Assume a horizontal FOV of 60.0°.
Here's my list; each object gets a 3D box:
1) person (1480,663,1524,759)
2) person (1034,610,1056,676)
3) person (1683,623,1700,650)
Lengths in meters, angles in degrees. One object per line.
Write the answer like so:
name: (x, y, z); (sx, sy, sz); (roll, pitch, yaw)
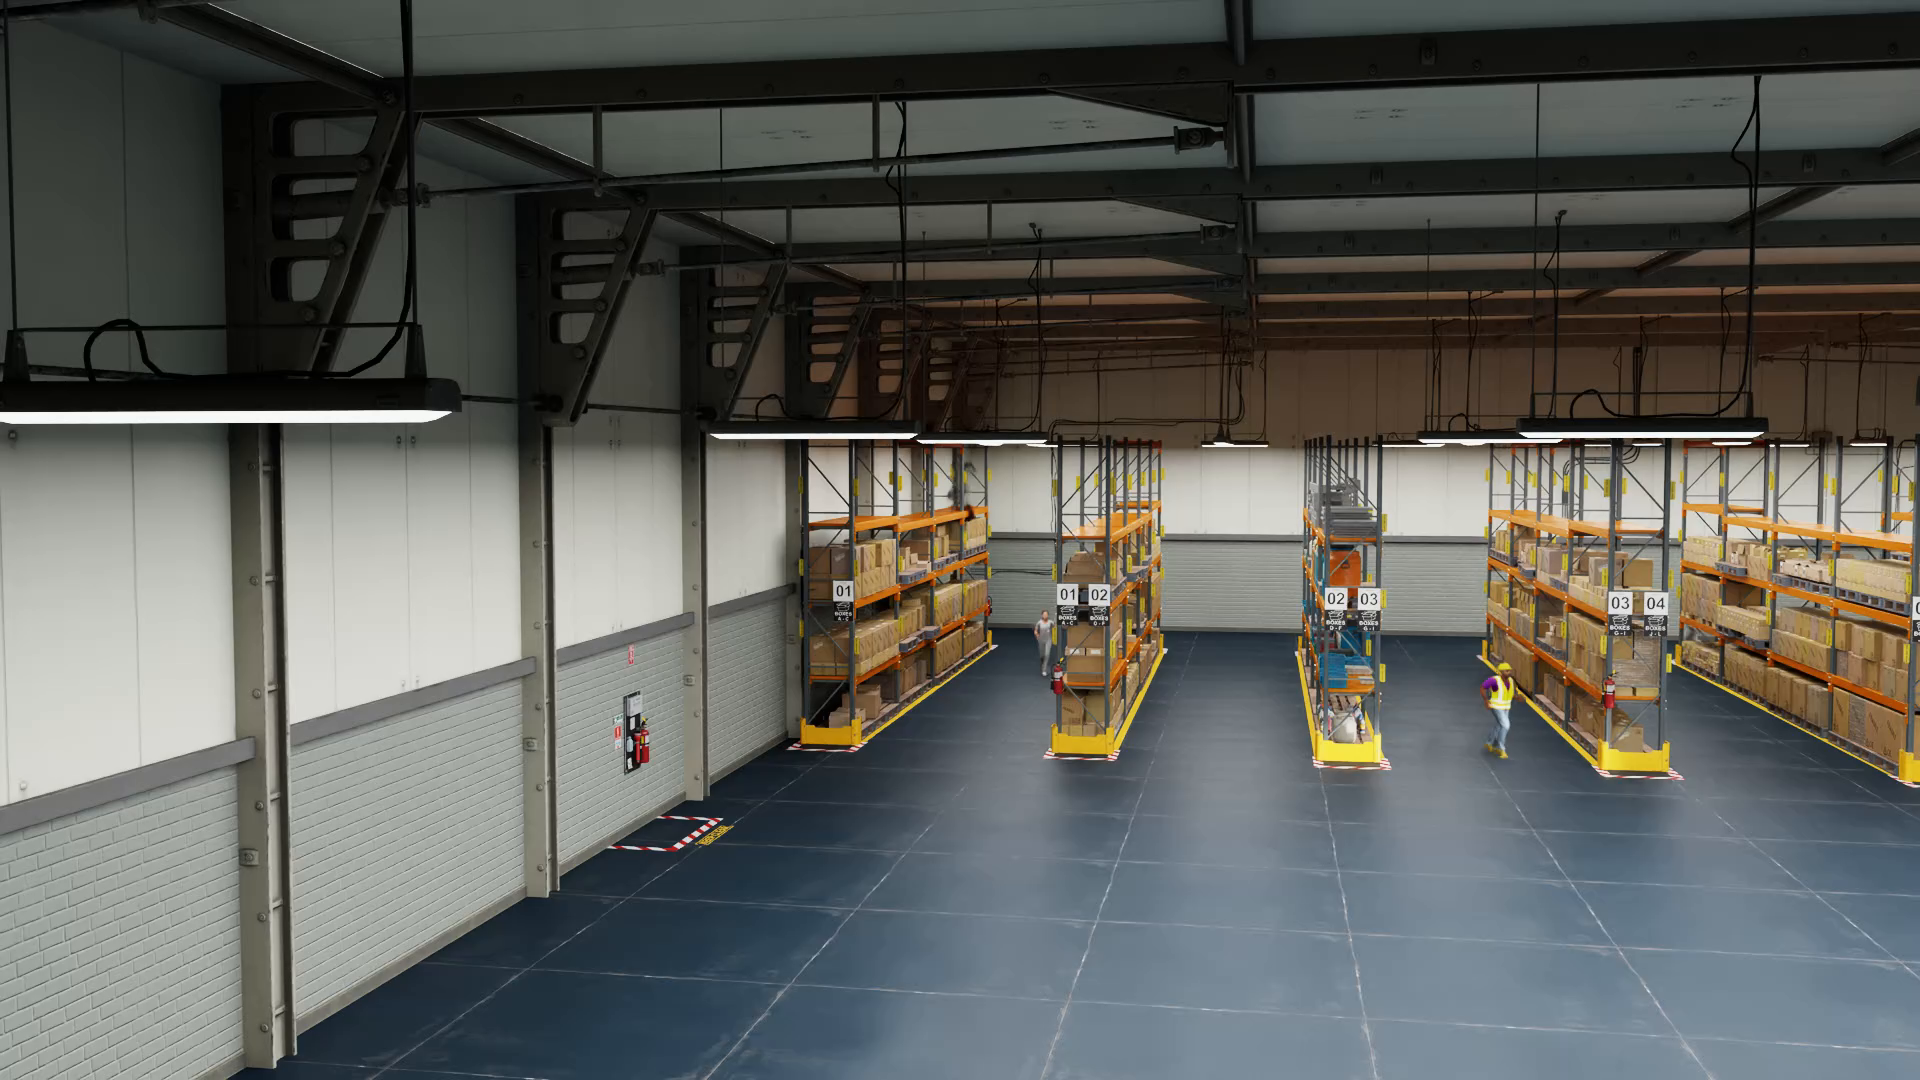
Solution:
person: (10.112, 3.185, 31.105); (0.627, 1.813, 0.864); (-2, 4, -31)
person: (2.185, 2.611, 42.513); (0.572, 1.650, 0.800); (0, 3, 6)
person: (20.113, 2.454, 45.728); (0.783, 1.661, 0.709); (1, 3, 24)
